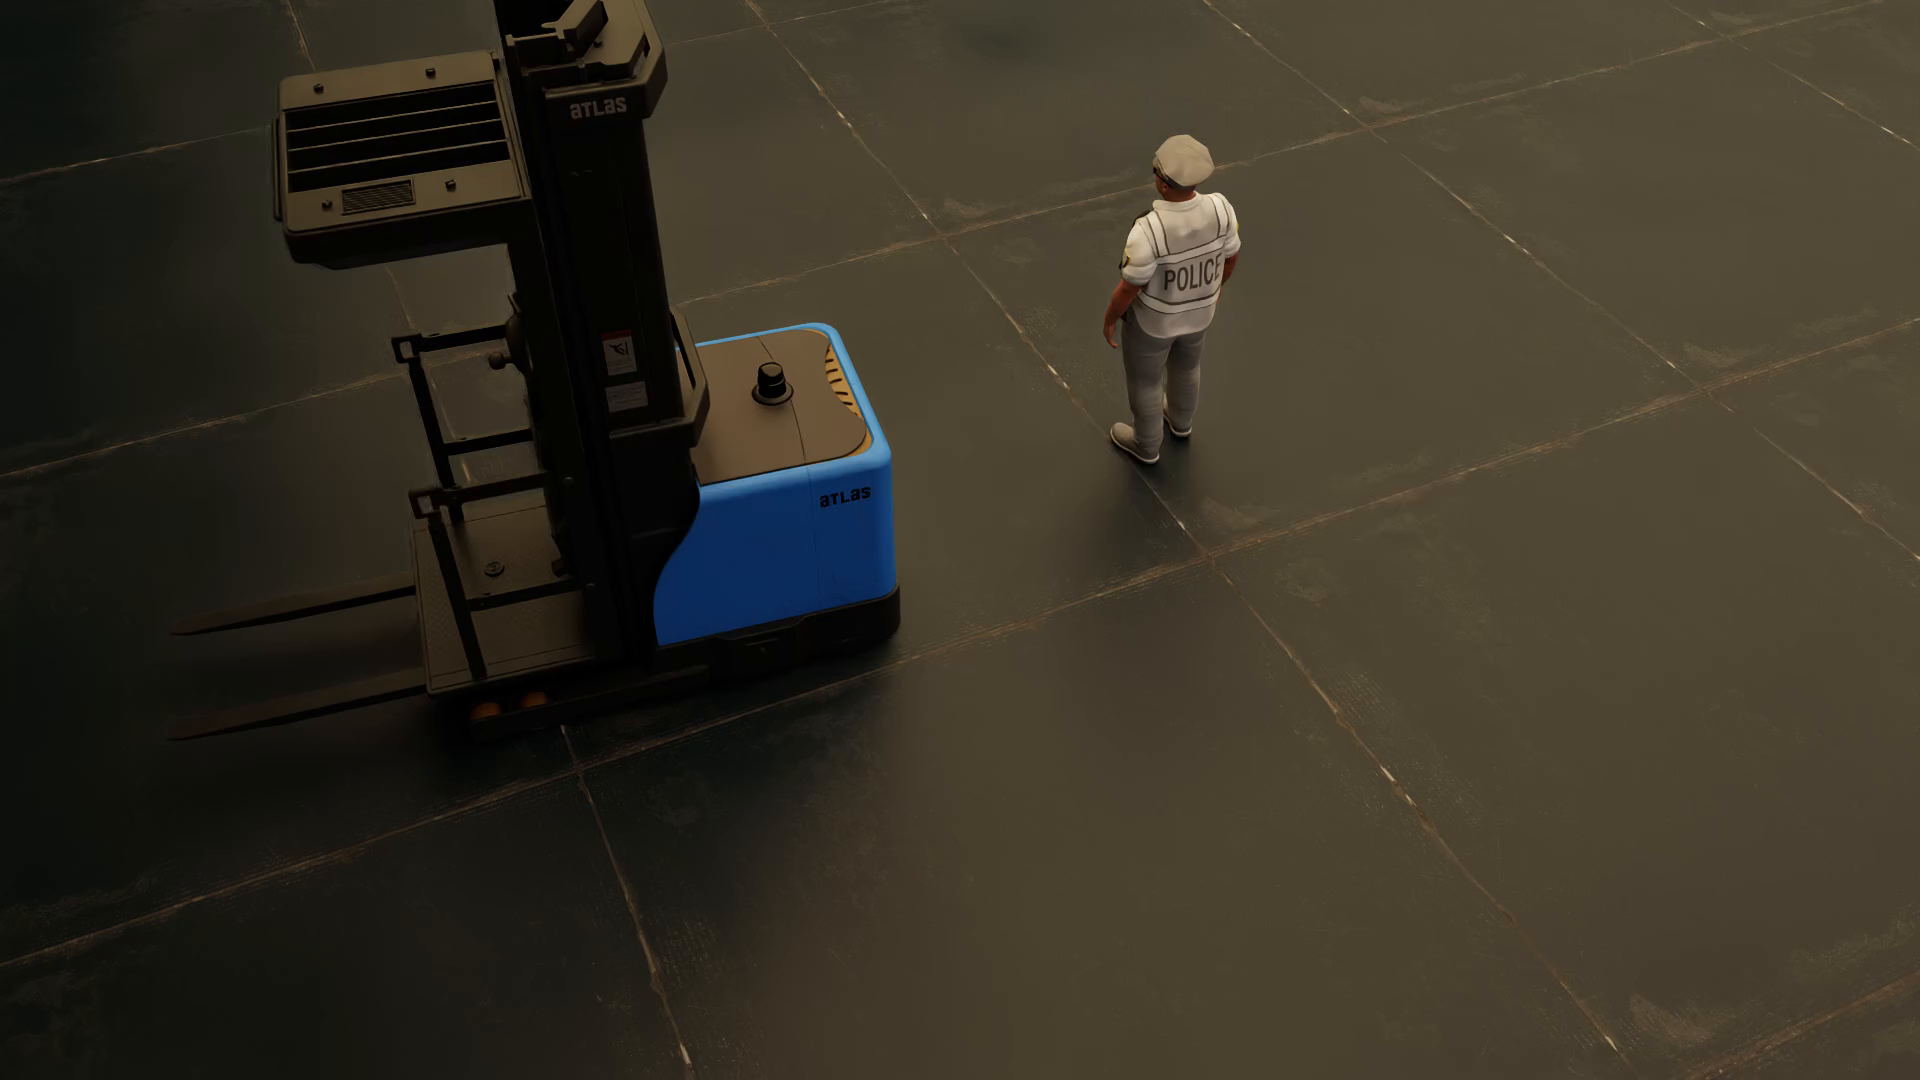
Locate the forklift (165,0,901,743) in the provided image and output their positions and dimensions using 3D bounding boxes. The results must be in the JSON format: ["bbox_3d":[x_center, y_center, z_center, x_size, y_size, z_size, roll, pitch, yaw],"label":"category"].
[{"bbox_3d":[-1.837,-0.641,6.367,3.031,2.935,1.130,-12,44,-13],"label":"forklift"}]

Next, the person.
[{"bbox_3d":[0.926,-1.121,7.712,0.644,1.781,0.574,-18,46,-18],"label":"person"}]
